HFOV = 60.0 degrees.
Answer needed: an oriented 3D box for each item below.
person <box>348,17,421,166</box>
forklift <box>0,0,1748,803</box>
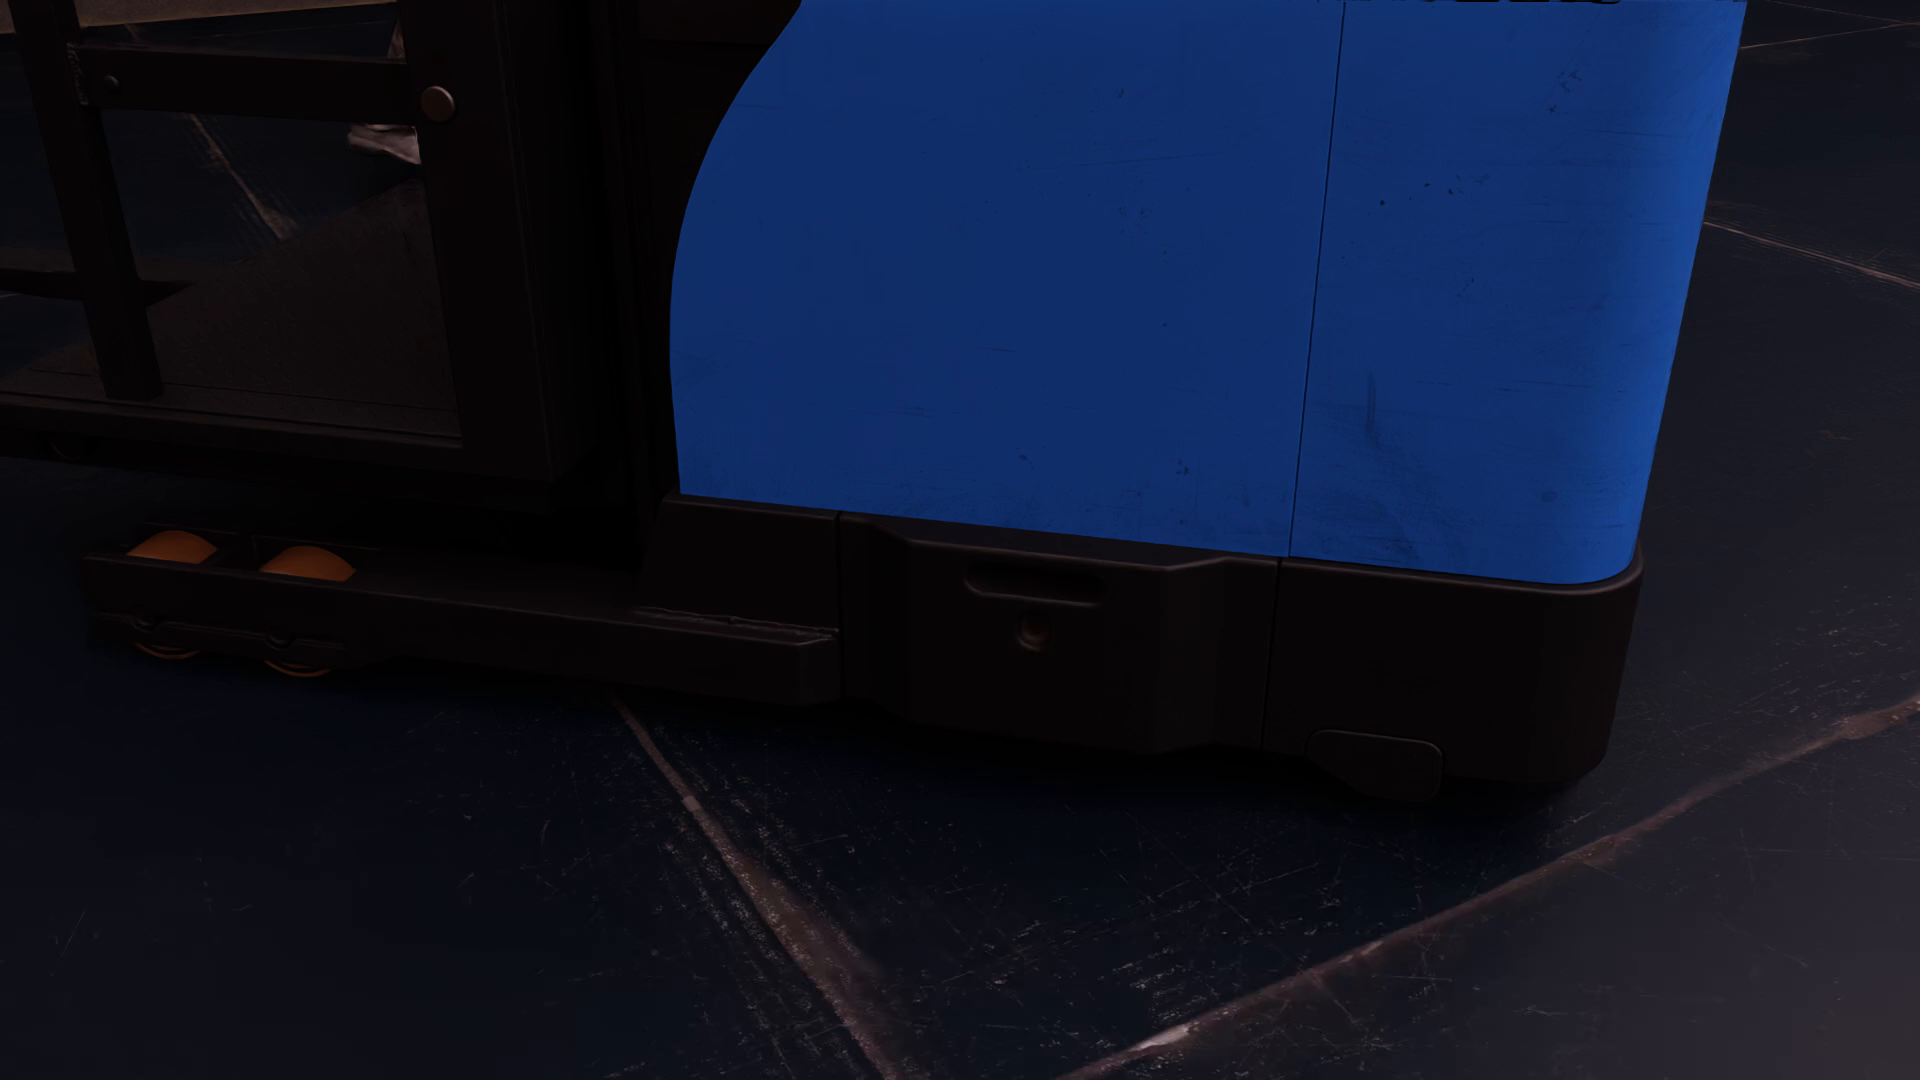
[{"bbox_3d":[-1.369,-1.748,4.091,0.485,1.689,0.885,-8,28,-16],"label":"person"},{"bbox_3d":[-0.646,-1.354,1.929,3.031,2.935,1.130,6,28,12],"label":"forklift"}]
